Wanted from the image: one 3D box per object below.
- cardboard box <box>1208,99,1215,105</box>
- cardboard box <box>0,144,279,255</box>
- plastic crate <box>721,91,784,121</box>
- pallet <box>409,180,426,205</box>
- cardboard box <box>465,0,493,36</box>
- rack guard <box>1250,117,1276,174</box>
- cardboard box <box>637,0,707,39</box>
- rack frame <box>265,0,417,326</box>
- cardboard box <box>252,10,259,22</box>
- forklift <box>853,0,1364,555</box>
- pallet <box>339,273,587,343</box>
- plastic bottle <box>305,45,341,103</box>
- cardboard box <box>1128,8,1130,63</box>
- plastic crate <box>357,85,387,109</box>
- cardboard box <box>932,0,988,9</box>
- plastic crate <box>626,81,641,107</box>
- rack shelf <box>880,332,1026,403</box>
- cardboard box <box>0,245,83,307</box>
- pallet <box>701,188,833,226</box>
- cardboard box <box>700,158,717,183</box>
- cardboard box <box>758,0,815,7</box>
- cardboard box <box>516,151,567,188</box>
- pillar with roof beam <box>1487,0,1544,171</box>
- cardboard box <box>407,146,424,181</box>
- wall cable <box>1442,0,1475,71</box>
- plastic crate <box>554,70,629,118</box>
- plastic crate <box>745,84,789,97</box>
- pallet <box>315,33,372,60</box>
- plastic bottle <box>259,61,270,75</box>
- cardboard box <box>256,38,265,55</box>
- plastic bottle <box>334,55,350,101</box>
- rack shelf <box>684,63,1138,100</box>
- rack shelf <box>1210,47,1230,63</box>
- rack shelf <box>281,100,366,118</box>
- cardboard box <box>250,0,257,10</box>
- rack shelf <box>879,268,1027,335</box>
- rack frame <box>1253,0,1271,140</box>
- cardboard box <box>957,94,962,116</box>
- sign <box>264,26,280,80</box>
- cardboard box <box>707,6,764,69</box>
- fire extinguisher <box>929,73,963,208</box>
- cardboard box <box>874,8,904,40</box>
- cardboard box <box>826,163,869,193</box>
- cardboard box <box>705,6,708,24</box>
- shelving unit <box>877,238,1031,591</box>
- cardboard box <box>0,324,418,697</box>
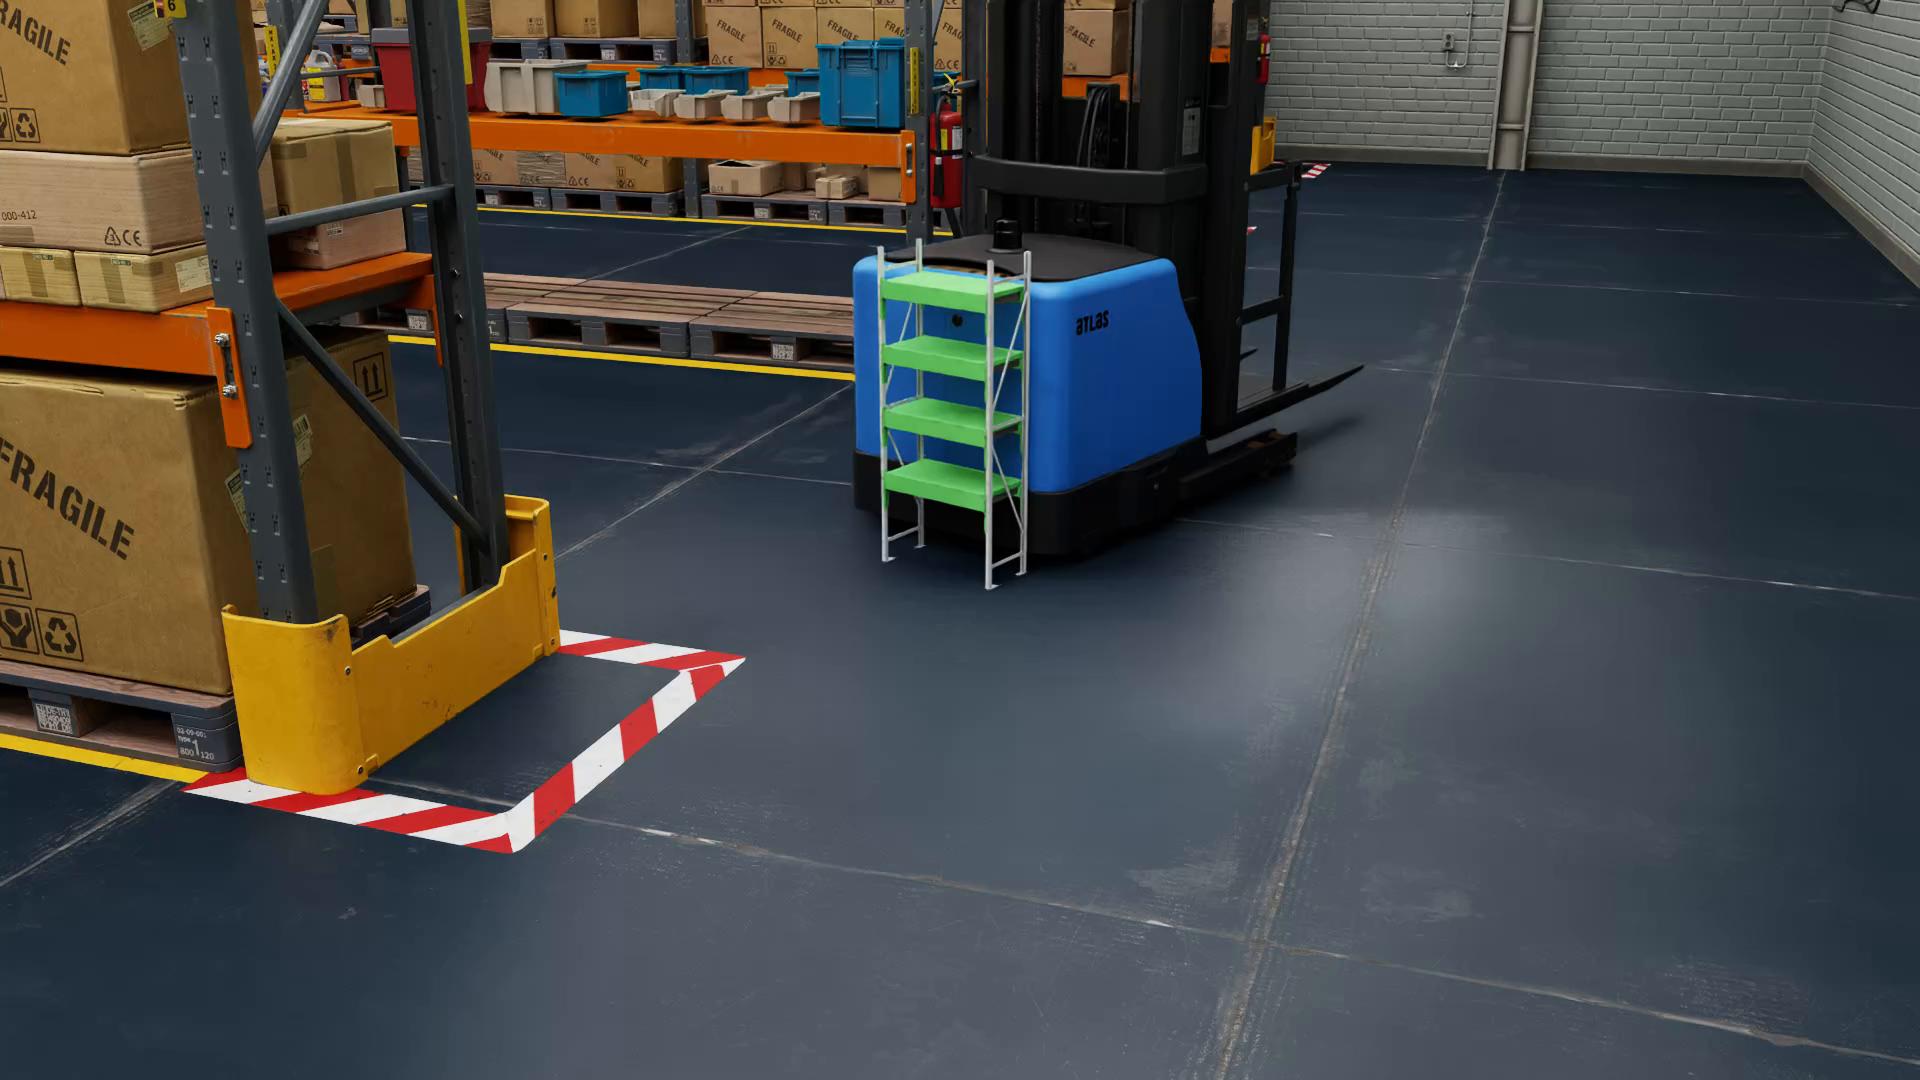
[{"bbox_3d":[2.490,-4.594,18.359,0.500,0.500,0.700,7,20,18],"label":"cardboard box"},{"bbox_3d":[-2.237,-0.951,4.524,0.500,0.250,0.500,6,20,17],"label":"cardboard box"},{"bbox_3d":[-1.165,-2.423,9.280,0.243,0.136,0.396,7,20,18],"label":"plastic crate"},{"bbox_3d":[-5.302,-3.446,16.142,1.213,0.211,1.003,7,20,18],"label":"pallet"},{"bbox_3d":[-4.561,-4.910,15.315,0.500,0.500,0.700,11,22,28],"label":"cardboard box"},{"bbox_3d":[3.207,-4.349,18.293,0.348,0.500,1.175,7,20,18],"label":"rack guard"},{"bbox_3d":[-2.590,-4.790,14.970,0.500,0.500,0.700,0,19,0],"label":"cardboard box"},{"bbox_3d":[-3.845,-2.884,10.292,0.127,3.000,1.000,7,20,18],"label":"rack frame"},{"bbox_3d":[-9.166,-6.780,21.667,0.500,0.250,0.500,7,20,18],"label":"cardboard box"},{"bbox_3d":[0.868,-1.744,7.128,1.130,2.935,3.031,14,24,35],"label":"forklift"},{"bbox_3d":[-3.138,-1.500,10.558,1.213,0.211,1.003,7,20,18],"label":"pallet"},{"bbox_3d":[-4.109,-3.004,10.711,0.185,0.351,0.144,7,20,18],"label":"plastic bottle"},{"bbox_3d":[1.230,-4.168,13.826,0.500,0.500,0.500,7,20,19],"label":"cardboard box"},{"bbox_3d":[-3.452,-2.693,10.054,0.243,0.136,0.396,7,20,18],"label":"plastic crate"},{"bbox_3d":[0.083,-4.582,13.493,0.500,0.500,0.500,7,20,20],"label":"cardboard box"},{"bbox_3d":[-2.102,-2.693,10.054,0.466,0.136,0.293,7,20,18],"label":"plastic crate"},{"bbox_3d":[-0.023,-0.630,6.025,0.480,0.148,0.258,14,24,35],"label":"rack shelf"},{"bbox_3d":[-2.383,-0.757,4.571,0.250,0.149,0.380,7,20,19],"label":"cardboard box"},{"bbox_3d":[-1.568,-3.032,14.954,1.213,0.211,1.003,7,20,18],"label":"pallet"},{"bbox_3d":[-2.593,-3.579,15.415,0.500,0.500,0.500,6,20,16],"label":"cardboard box"},{"bbox_3d":[-1.376,-4.749,13.972,0.500,0.500,0.500,6,20,16],"label":"cardboard box"},{"bbox_3d":[-3.714,-3.525,15.262,0.500,0.500,0.500,7,20,19],"label":"cardboard box"},{"bbox_3d":[4.606,-7.004,12.997,0.400,9.000,9.100,7,20,18],"label":"pillar with roof beam"},{"bbox_3d":[-5.162,-3.690,15.734,0.500,0.500,0.500,6,20,16],"label":"cardboard box"},{"bbox_3d":[4.704,-6.168,18.169,1.851,1.984,0.084,7,20,18],"label":"wall cable"},{"bbox_3d":[-2.091,-2.543,9.478,0.300,0.233,0.416,7,20,18],"label":"plastic crate"},{"bbox_3d":[-1.108,-2.618,9.840,0.298,0.136,0.250,7,20,18],"label":"plastic crate"},{"bbox_3d":[-5.331,-4.713,15.833,1.003,0.211,1.213,7,20,18],"label":"pallet"},{"bbox_3d":[-4.503,-3.033,10.909,0.135,0.276,0.152,7,20,18],"label":"plastic bottle"},{"bbox_3d":[-6.935,-4.748,16.022,0.250,0.149,0.380,7,20,18],"label":"cardboard box"},{"bbox_3d":[-4.052,-3.001,10.805,0.133,0.283,0.061,7,20,18],"label":"plastic bottle"},{"bbox_3d":[-0.327,-3.868,14.208,4.000,0.370,1.077,7,20,18],"label":"rack shelf"},{"bbox_3d":[1.295,-5.408,18.627,4.000,0.370,1.077,7,20,18],"label":"rack shelf"},{"bbox_3d":[-5.734,-2.760,11.030,4.000,0.370,1.077,7,20,18],"label":"rack shelf"},{"bbox_3d":[-9.172,-7.128,21.526,0.500,0.500,0.500,6,20,18],"label":"cardboard box"},{"bbox_3d":[-0.023,-0.856,5.946,0.480,0.148,0.258,14,24,35],"label":"rack shelf"},{"bbox_3d":[3.184,-5.532,17.889,0.127,3.000,1.000,7,20,18],"label":"rack frame"},{"bbox_3d":[0.079,-4.869,19.148,0.500,0.500,0.700,7,20,19],"label":"cardboard box"},{"bbox_3d":[-4.027,-2.844,9.756,0.005,0.325,0.100,7,20,18],"label":"sign"},{"bbox_3d":[-1.824,-4.331,14.292,0.500,0.500,0.500,7,20,19],"label":"cardboard box"},{"bbox_3d":[-0.073,-2.081,8.674,0.183,0.674,0.296,7,20,18],"label":"fire extinguisher"},{"bbox_3d":[-0.387,-4.167,13.822,0.500,0.500,0.500,6,20,17],"label":"cardboard box"},{"bbox_3d":[-0.876,-3.307,14.923,0.500,0.311,0.500,7,20,18],"label":"cardboard box"},{"bbox_3d":[-3.038,-6.348,19.595,0.500,0.500,0.500,6,20,18],"label":"cardboard box"},{"bbox_3d":[-0.023,-0.463,6.083,0.503,1.200,0.258,14,24,35],"label":"shelving unit"},{"bbox_3d":[-2.323,-0.151,5.042,0.875,0.875,0.875,7,20,18],"label":"cardboard box"}]
